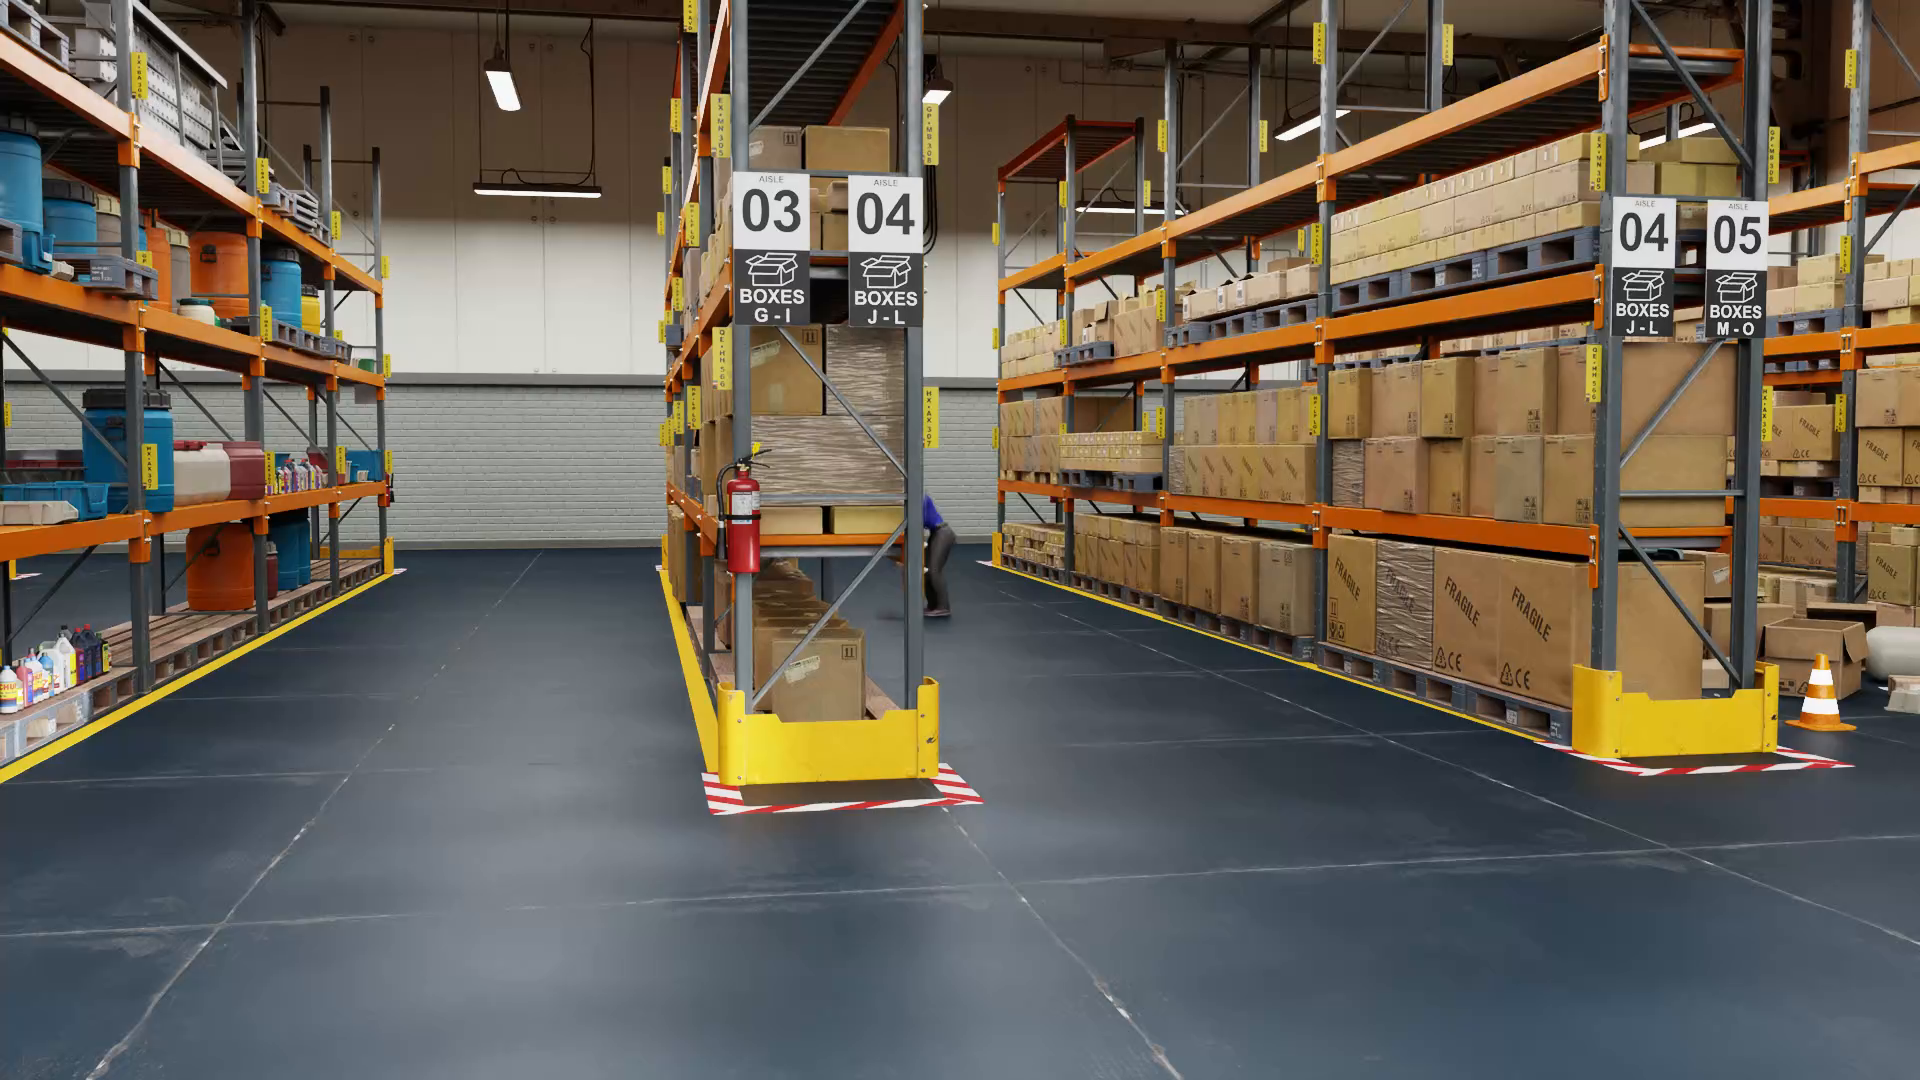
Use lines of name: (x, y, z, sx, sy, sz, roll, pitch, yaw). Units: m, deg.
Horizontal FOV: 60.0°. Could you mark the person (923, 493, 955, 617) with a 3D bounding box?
person: (-0.383, 0.061, 17.595, 0.656, 1.502, 0.405, -1, 3, -13)
